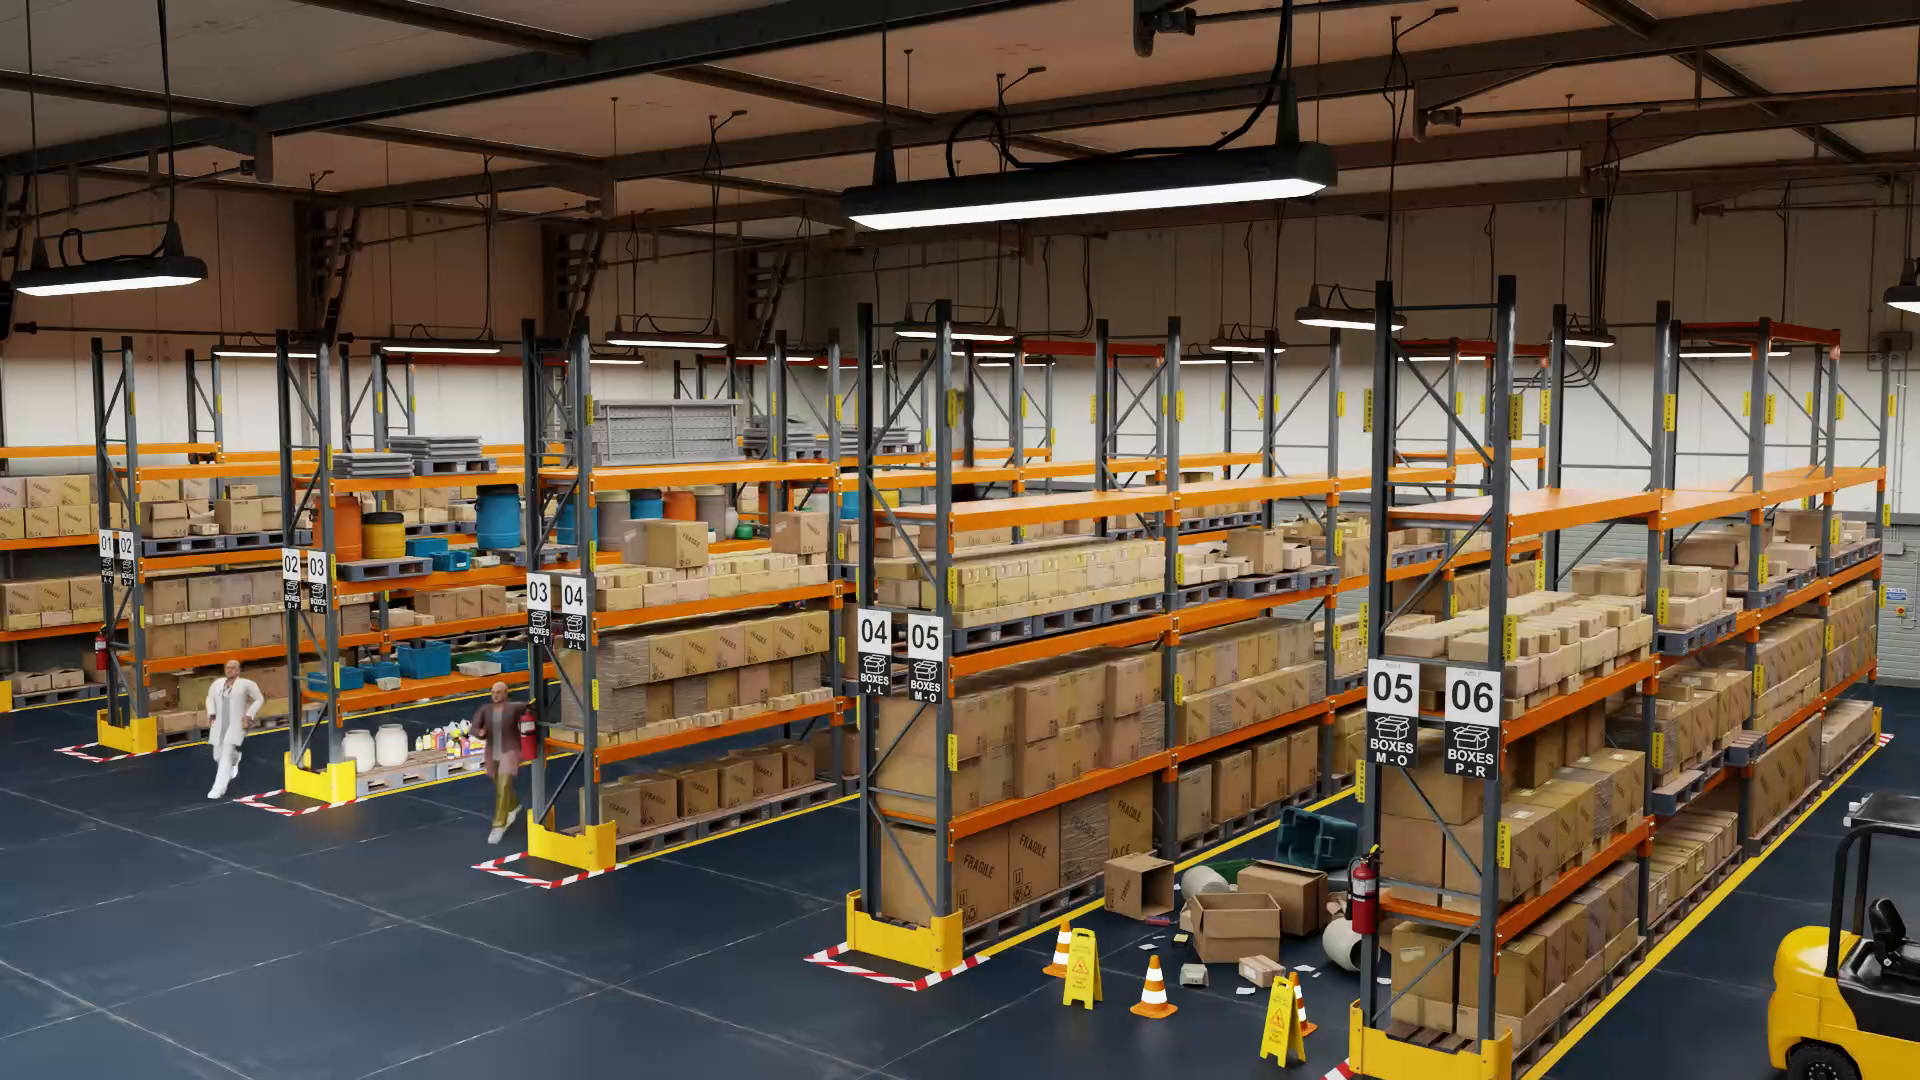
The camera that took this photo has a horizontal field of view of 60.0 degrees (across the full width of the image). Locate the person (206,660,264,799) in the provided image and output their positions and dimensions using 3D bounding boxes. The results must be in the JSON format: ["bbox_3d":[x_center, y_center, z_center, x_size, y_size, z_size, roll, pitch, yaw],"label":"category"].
[{"bbox_3d":[-9.463,2.427,21.661,0.733,1.757,0.862,0,5,-2],"label":"person"}]

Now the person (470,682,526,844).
[{"bbox_3d":[-5.370,2.558,19.550,0.680,1.823,0.976,1,5,11],"label":"person"}]
